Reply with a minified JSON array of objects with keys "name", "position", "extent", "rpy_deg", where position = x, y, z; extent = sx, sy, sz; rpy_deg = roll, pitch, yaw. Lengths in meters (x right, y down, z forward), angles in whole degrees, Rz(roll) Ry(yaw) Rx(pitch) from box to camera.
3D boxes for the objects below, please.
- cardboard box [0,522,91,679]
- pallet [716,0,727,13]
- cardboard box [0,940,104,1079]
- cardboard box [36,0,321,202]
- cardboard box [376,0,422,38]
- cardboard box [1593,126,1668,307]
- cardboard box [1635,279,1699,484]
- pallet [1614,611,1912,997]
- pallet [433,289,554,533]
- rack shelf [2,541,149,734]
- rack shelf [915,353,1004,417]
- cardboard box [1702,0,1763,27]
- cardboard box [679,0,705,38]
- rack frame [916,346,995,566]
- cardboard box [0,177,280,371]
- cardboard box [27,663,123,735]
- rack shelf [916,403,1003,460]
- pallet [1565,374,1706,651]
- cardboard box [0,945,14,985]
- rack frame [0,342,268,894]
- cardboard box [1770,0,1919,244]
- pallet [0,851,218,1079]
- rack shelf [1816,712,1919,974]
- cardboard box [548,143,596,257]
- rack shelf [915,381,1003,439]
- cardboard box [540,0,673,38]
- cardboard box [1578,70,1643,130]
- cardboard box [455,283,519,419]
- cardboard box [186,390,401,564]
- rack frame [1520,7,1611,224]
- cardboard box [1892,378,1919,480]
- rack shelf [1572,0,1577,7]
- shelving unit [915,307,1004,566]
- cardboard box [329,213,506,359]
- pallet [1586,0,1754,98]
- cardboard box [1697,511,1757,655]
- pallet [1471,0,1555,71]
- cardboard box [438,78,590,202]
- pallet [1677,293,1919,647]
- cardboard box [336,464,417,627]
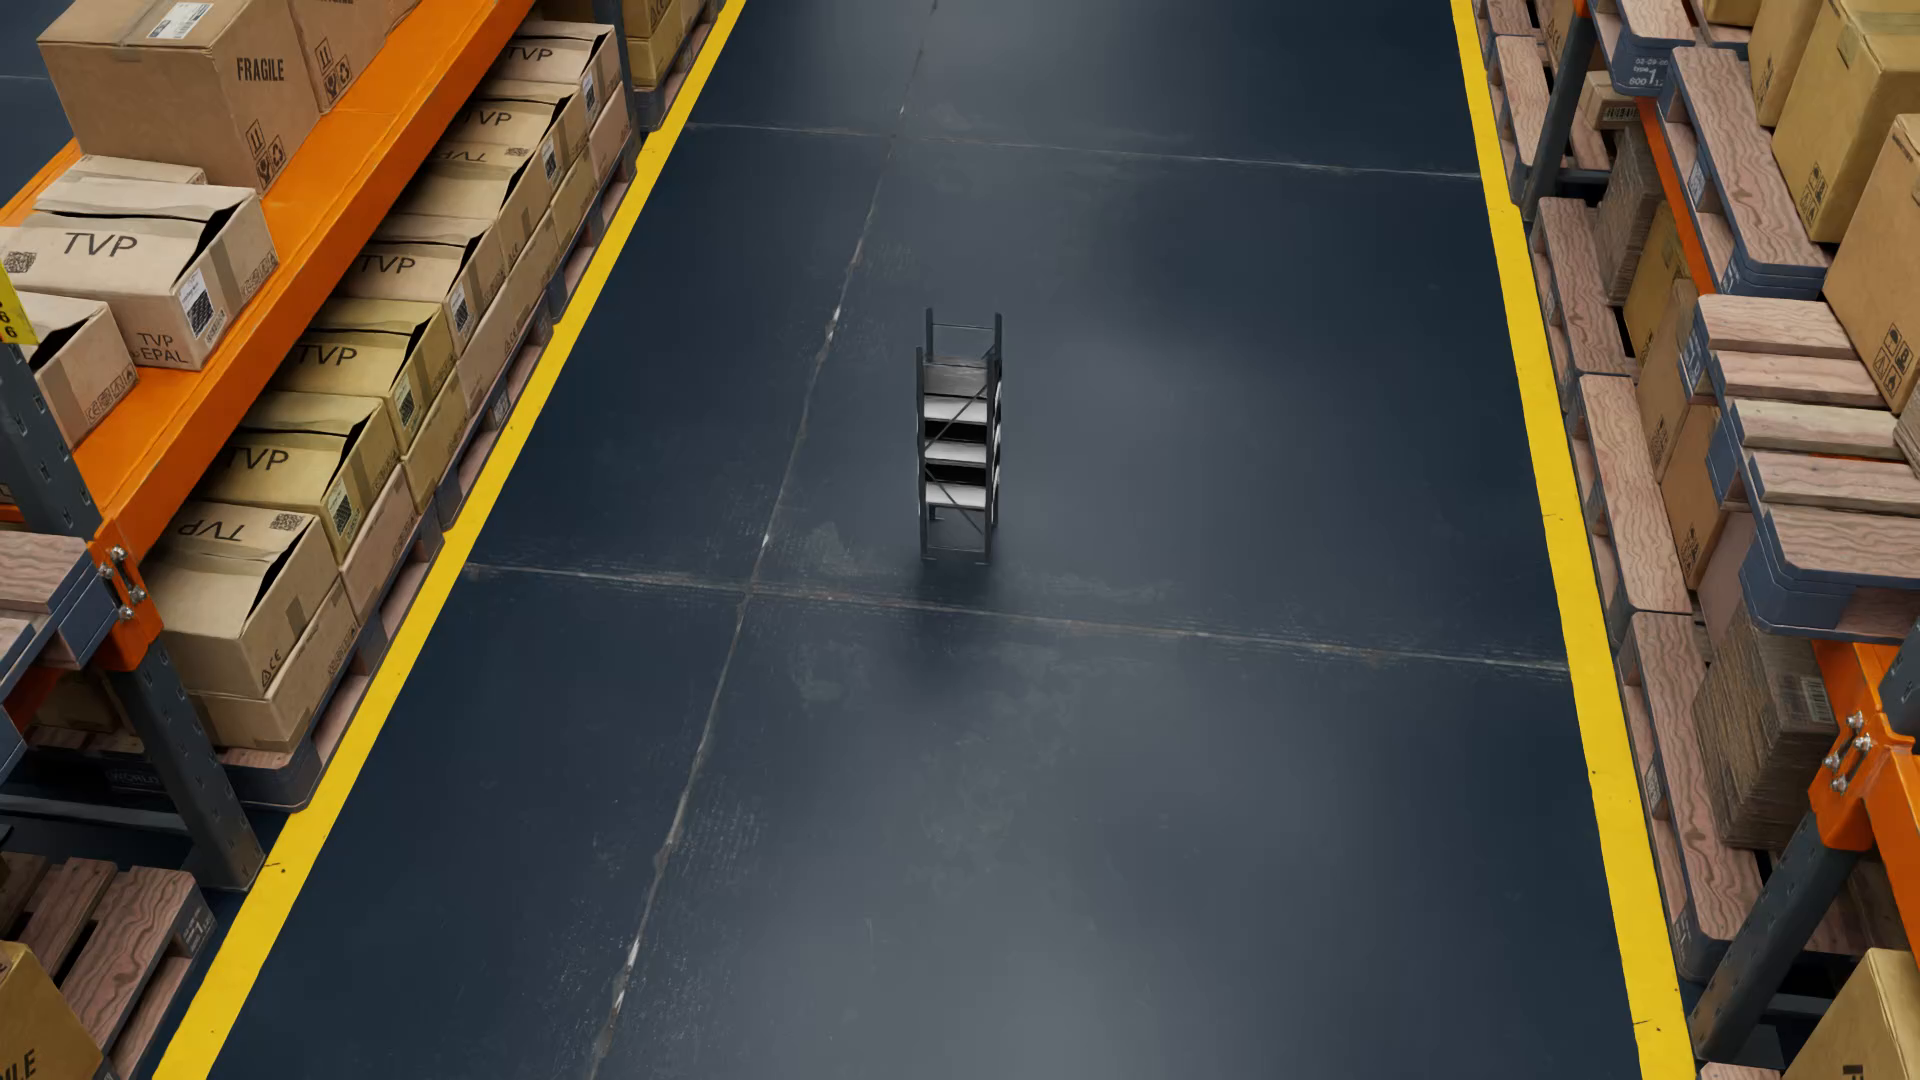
[{"name":"cardboard box","position":[-2.671,0.085,4.766],"extent":[0.500,0.311,0.500],"rpy_deg":[6,44,7]},{"name":"pallet","position":[-1.662,-3.264,9.044],"extent":[1.003,0.211,1.213],"rpy_deg":[5,44,6]},{"name":"cardboard box","position":[-2.387,1.228,3.769],"extent":[0.500,0.500,0.500],"rpy_deg":[7,44,7]},{"name":"cardboard box","position":[-2.291,-1.360,4.932],"extent":[0.500,0.500,0.500],"rpy_deg":[3,44,3]},{"name":"cardboard box","position":[-2.155,-2.060,5.671],"extent":[0.500,0.500,0.500],"rpy_deg":[8,44,9]},{"name":"cardboard box","position":[2.862,-1.206,6.340],"extent":[0.700,0.500,0.500],"rpy_deg":[7,44,7]},{"name":"cardboard box","position":[2.736,-0.505,5.600],"extent":[0.700,0.500,0.500],"rpy_deg":[6,44,6]},{"name":"pallet","position":[2.519,0.749,4.805],"extent":[1.003,0.211,1.213],"rpy_deg":[5,44,6]},{"name":"pallet","position":[-2.185,-0.553,6.180],"extent":[1.003,0.211,1.213],"rpy_deg":[5,44,6]},{"name":"rack shelf","position":[-2.761,1.446,2.565],"extent":[1.077,0.370,4.000],"rpy_deg":[5,44,6]},{"name":"rack shelf","position":[-0.001,-0.493,5.272],"extent":[0.258,0.077,0.200],"rpy_deg":[5,44,6]},{"name":"cardboard box","position":[2.761,-1.929,5.213],"extent":[0.700,0.500,0.500],"rpy_deg":[9,44,10]},{"name":"cardboard box","position":[-1.535,-2.687,8.101],"extent":[0.500,0.250,0.500],"rpy_deg":[5,44,6]},{"name":"rack frame","position":[-0.015,-0.252,5.362],"extent":[0.240,0.900,0.006],"rpy_deg":[5,44,6]},{"name":"cardboard box","position":[-2.186,-0.738,4.413],"extent":[0.500,0.311,0.500],"rpy_deg":[5,44,5]},{"name":"cardboard box","position":[-2.669,0.287,4.960],"extent":[0.500,0.250,0.500],"rpy_deg":[6,44,7]},{"name":"rack shelf","position":[-0.001,-0.362,5.396],"extent":[0.258,0.077,0.200],"rpy_deg":[5,44,6]},{"name":"pallet","position":[2.683,-0.080,5.681],"extent":[1.003,0.211,1.213],"rpy_deg":[5,44,6]},{"name":"cardboard box","position":[-2.391,0.995,3.471],"extent":[0.500,0.250,0.500],"rpy_deg":[7,44,7]},{"name":"rack frame","position":[-2.496,-0.178,3.757],"extent":[1.000,3.000,0.127],"rpy_deg":[5,44,6]},{"name":"cardboard box","position":[2.609,-1.099,4.336],"extent":[0.700,0.500,0.500],"rpy_deg":[5,44,6]},{"name":"pallet","position":[-2.633,1.340,4.182],"extent":[1.003,0.211,1.213],"rpy_deg":[5,44,6]},{"name":"rack shelf","position":[2.150,1.894,2.092],"extent":[1.077,0.370,4.000],"rpy_deg":[5,44,6]},{"name":"cardboard box","position":[-1.804,-1.405,6.747],"extent":[0.500,0.250,0.500],"rpy_deg":[5,44,5]},{"name":"rack shelf","position":[-0.001,-0.428,5.334],"extent":[0.258,0.077,0.200],"rpy_deg":[5,44,6]},{"name":"cardboard box","position":[-1.596,-2.618,7.483],"extent":[0.500,0.500,0.500],"rpy_deg":[5,44,6]},{"name":"cardboard box","position":[2.984,-1.955,7.374],"extent":[0.380,0.166,0.250],"rpy_deg":[0,43,0]},{"name":"cardboard box","position":[-1.940,-0.710,6.012],"extent":[0.500,0.250,0.500],"rpy_deg":[6,44,6]},{"name":"cardboard box","position":[-2.075,-0.225,5.093],"extent":[0.500,0.311,0.500],"rpy_deg":[4,44,4]},{"name":"rack frame","position":[2.943,-2.457,6.163],"extent":[1.000,3.000,0.127],"rpy_deg":[5,44,6]},{"name":"cardboard box","position":[2.467,-0.248,3.438],"extent":[0.700,0.500,0.500],"rpy_deg":[1,43,1]},{"name":"rack shelf","position":[3.208,-3.559,7.850],"extent":[1.077,0.370,4.000],"rpy_deg":[5,44,6]},{"name":"shelving unit","position":[-0.001,-0.321,5.435],"extent":[0.258,0.900,0.210],"rpy_deg":[5,44,6]},{"name":"cardboard box","position":[-1.938,-0.923,5.830],"extent":[0.500,0.311,0.500],"rpy_deg":[5,44,5]},{"name":"pallet","position":[2.698,-1.879,5.693],"extent":[1.003,0.211,1.213],"rpy_deg":[5,44,6]},{"name":"cardboard box","position":[2.641,0.181,4.875],"extent":[0.700,0.500,0.500],"rpy_deg":[5,44,5]},{"name":"pallet","position":[3.156,-2.739,8.489],"extent":[1.003,0.211,1.213],"rpy_deg":[5,44,6]},{"name":"cardboard box","position":[-1.799,-1.605,6.550],"extent":[0.500,0.311,0.500],"rpy_deg":[6,44,7]},{"name":"pallet","position":[2.403,-0.156,3.873],"extent":[1.213,0.211,1.003],"rpy_deg":[5,44,6]},{"name":"cardboard box","position":[-2.070,-0.005,5.268],"extent":[0.500,0.250,0.500],"rpy_deg":[4,44,4]}]
